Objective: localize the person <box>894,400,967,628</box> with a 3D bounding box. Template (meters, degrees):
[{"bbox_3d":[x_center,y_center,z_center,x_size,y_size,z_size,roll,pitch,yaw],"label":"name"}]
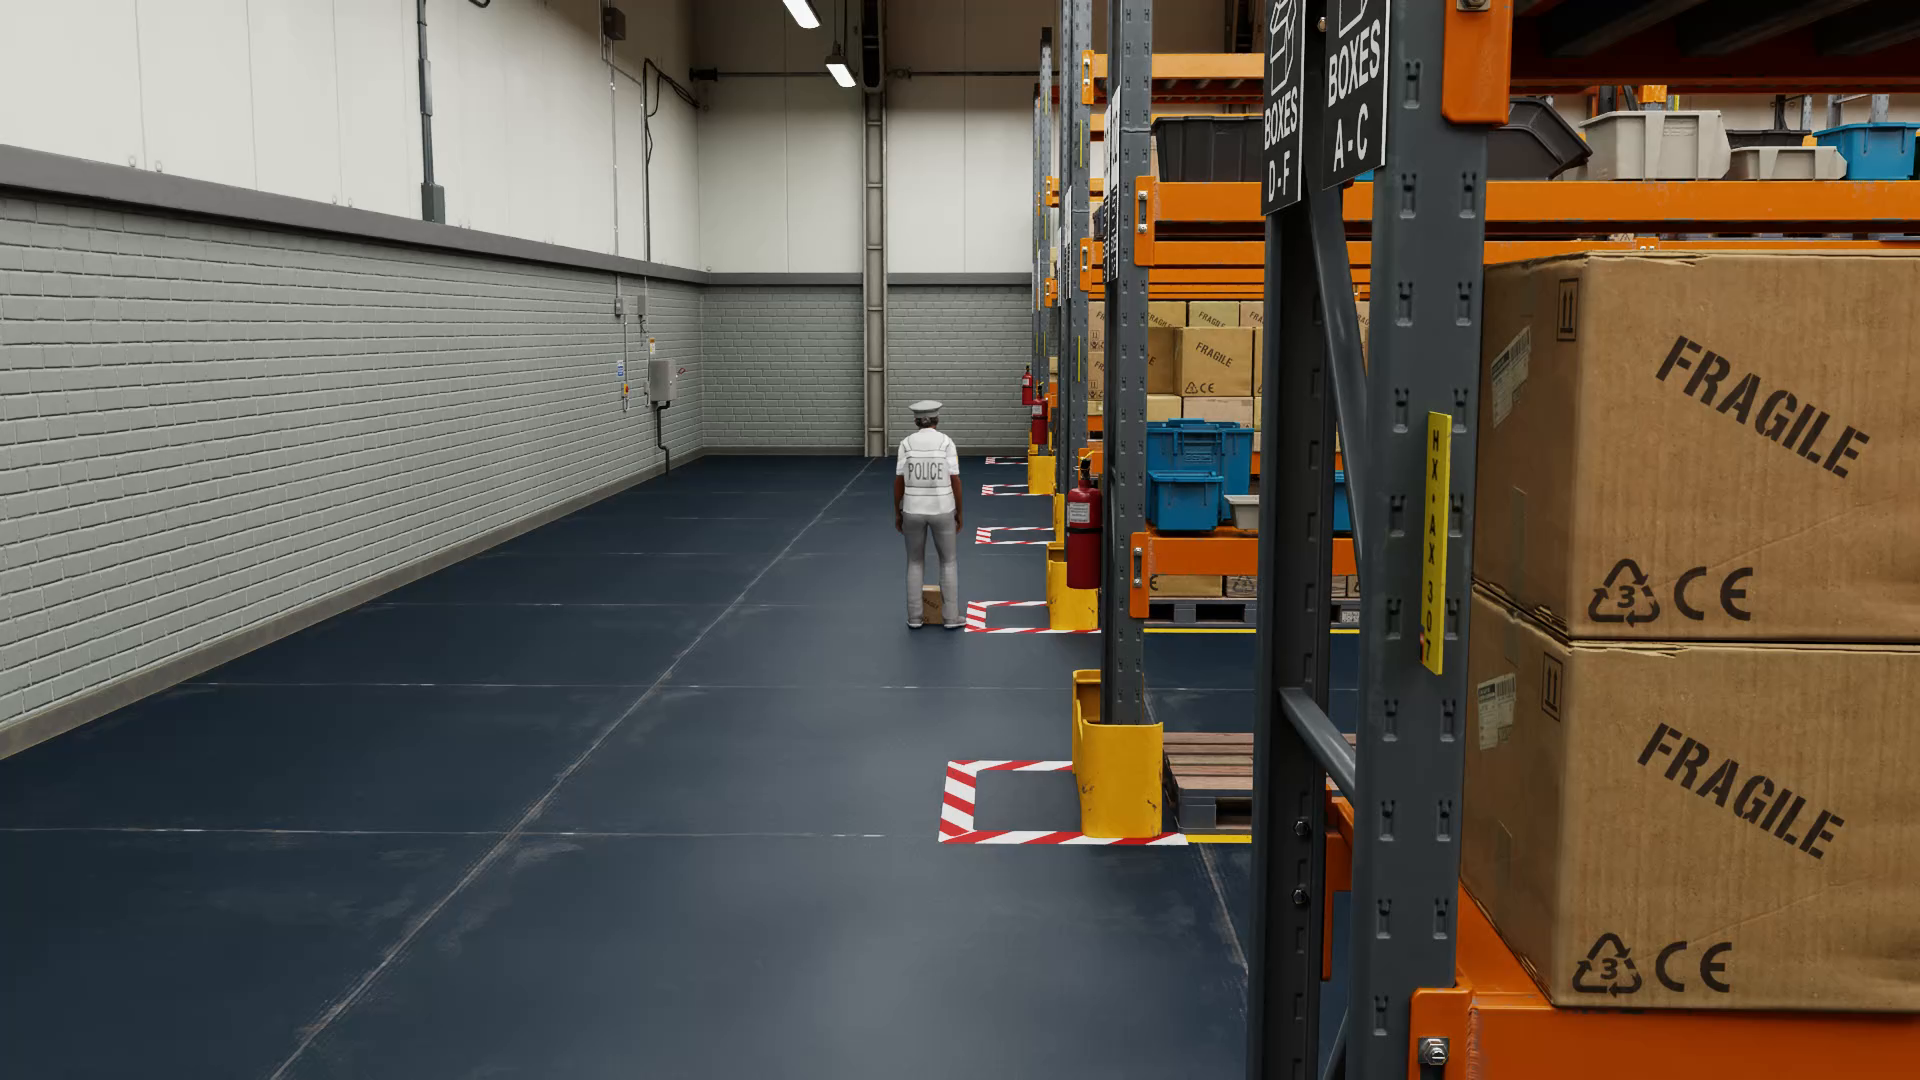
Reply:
[{"bbox_3d":[-0.218,-0.184,12.193,0.530,1.663,0.391,1,7,6],"label":"person"}]
